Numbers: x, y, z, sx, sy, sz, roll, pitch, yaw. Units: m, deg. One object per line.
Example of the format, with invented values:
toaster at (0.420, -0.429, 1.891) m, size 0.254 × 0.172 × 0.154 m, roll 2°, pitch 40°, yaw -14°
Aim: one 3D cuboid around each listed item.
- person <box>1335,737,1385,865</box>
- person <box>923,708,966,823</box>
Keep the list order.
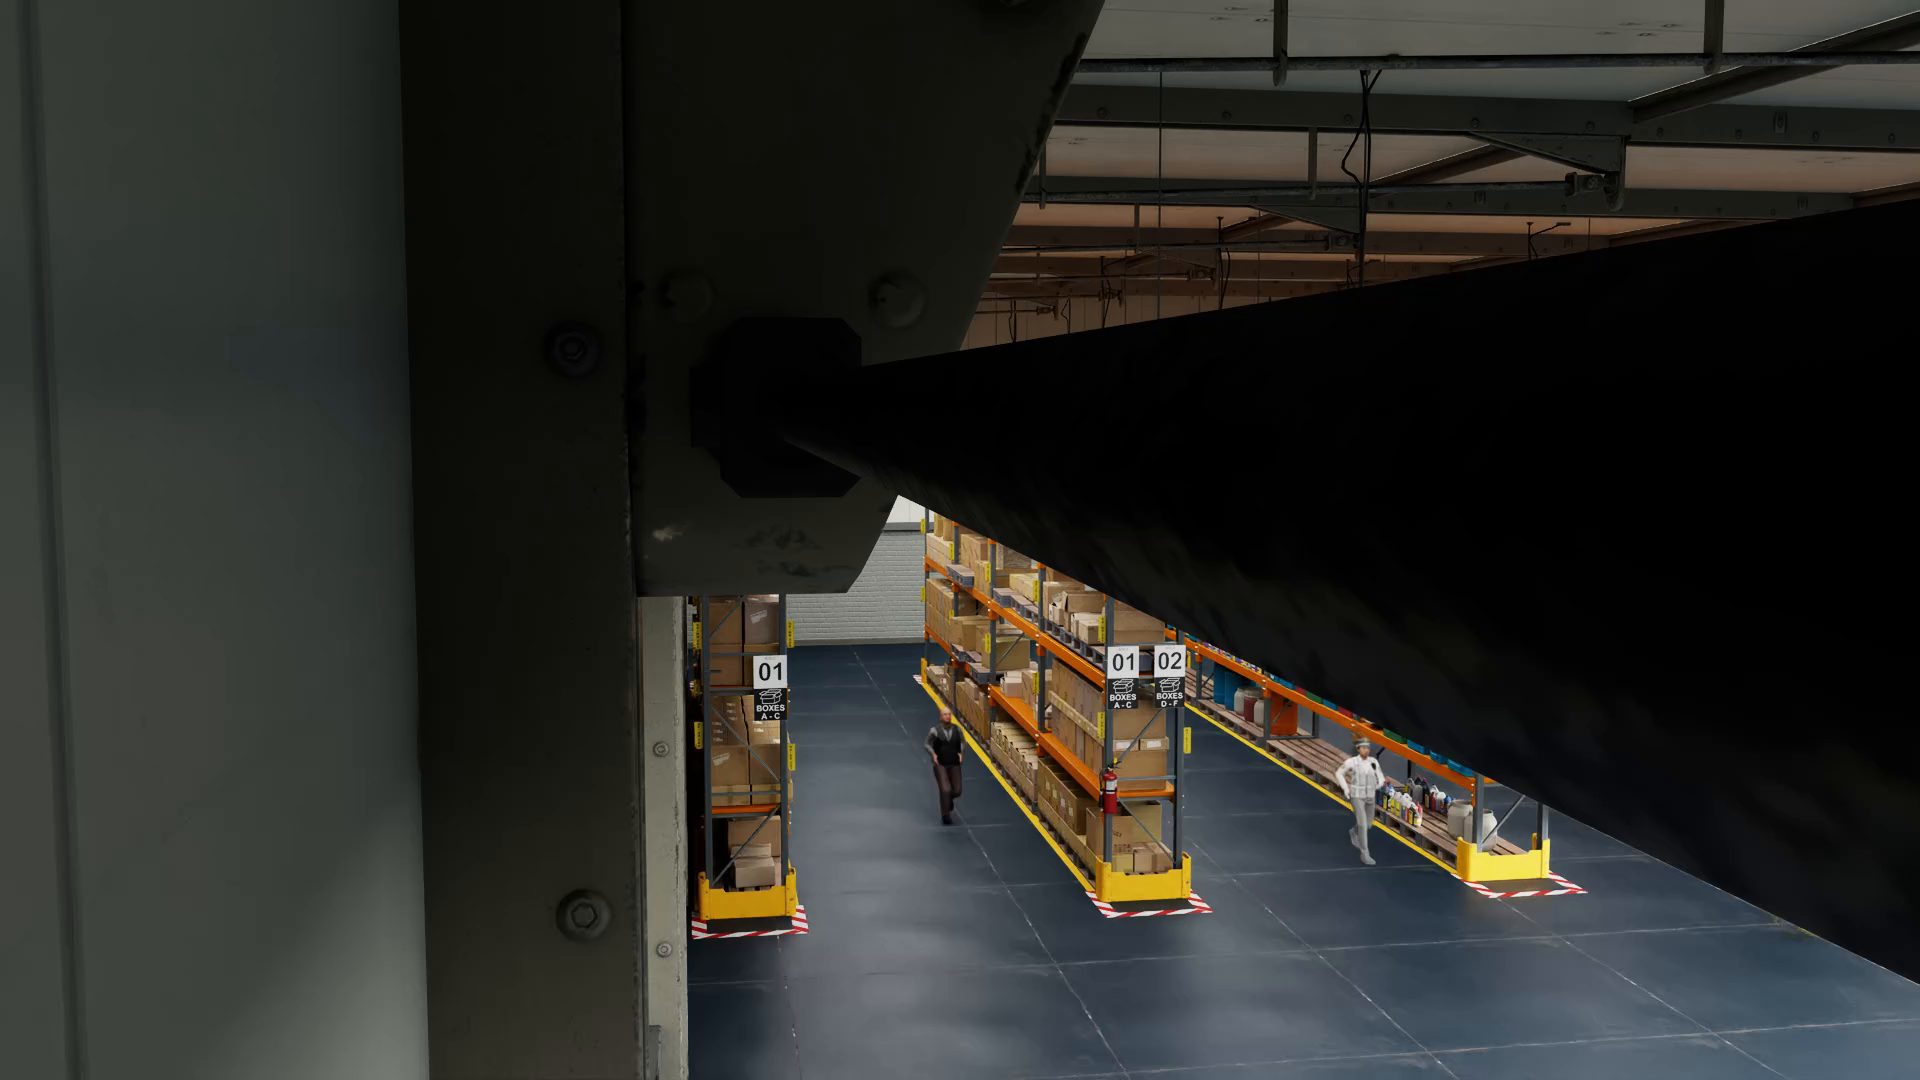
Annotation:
person at (5.453, 3.490, 22.576) m, size 0.631 × 1.668 × 0.877 m, roll -1°, pitch 5°, yaw -12°
person at (-0.212, 3.324, 24.686) m, size 0.659 × 1.673 × 0.614 m, roll -1°, pitch 5°, yaw -14°
